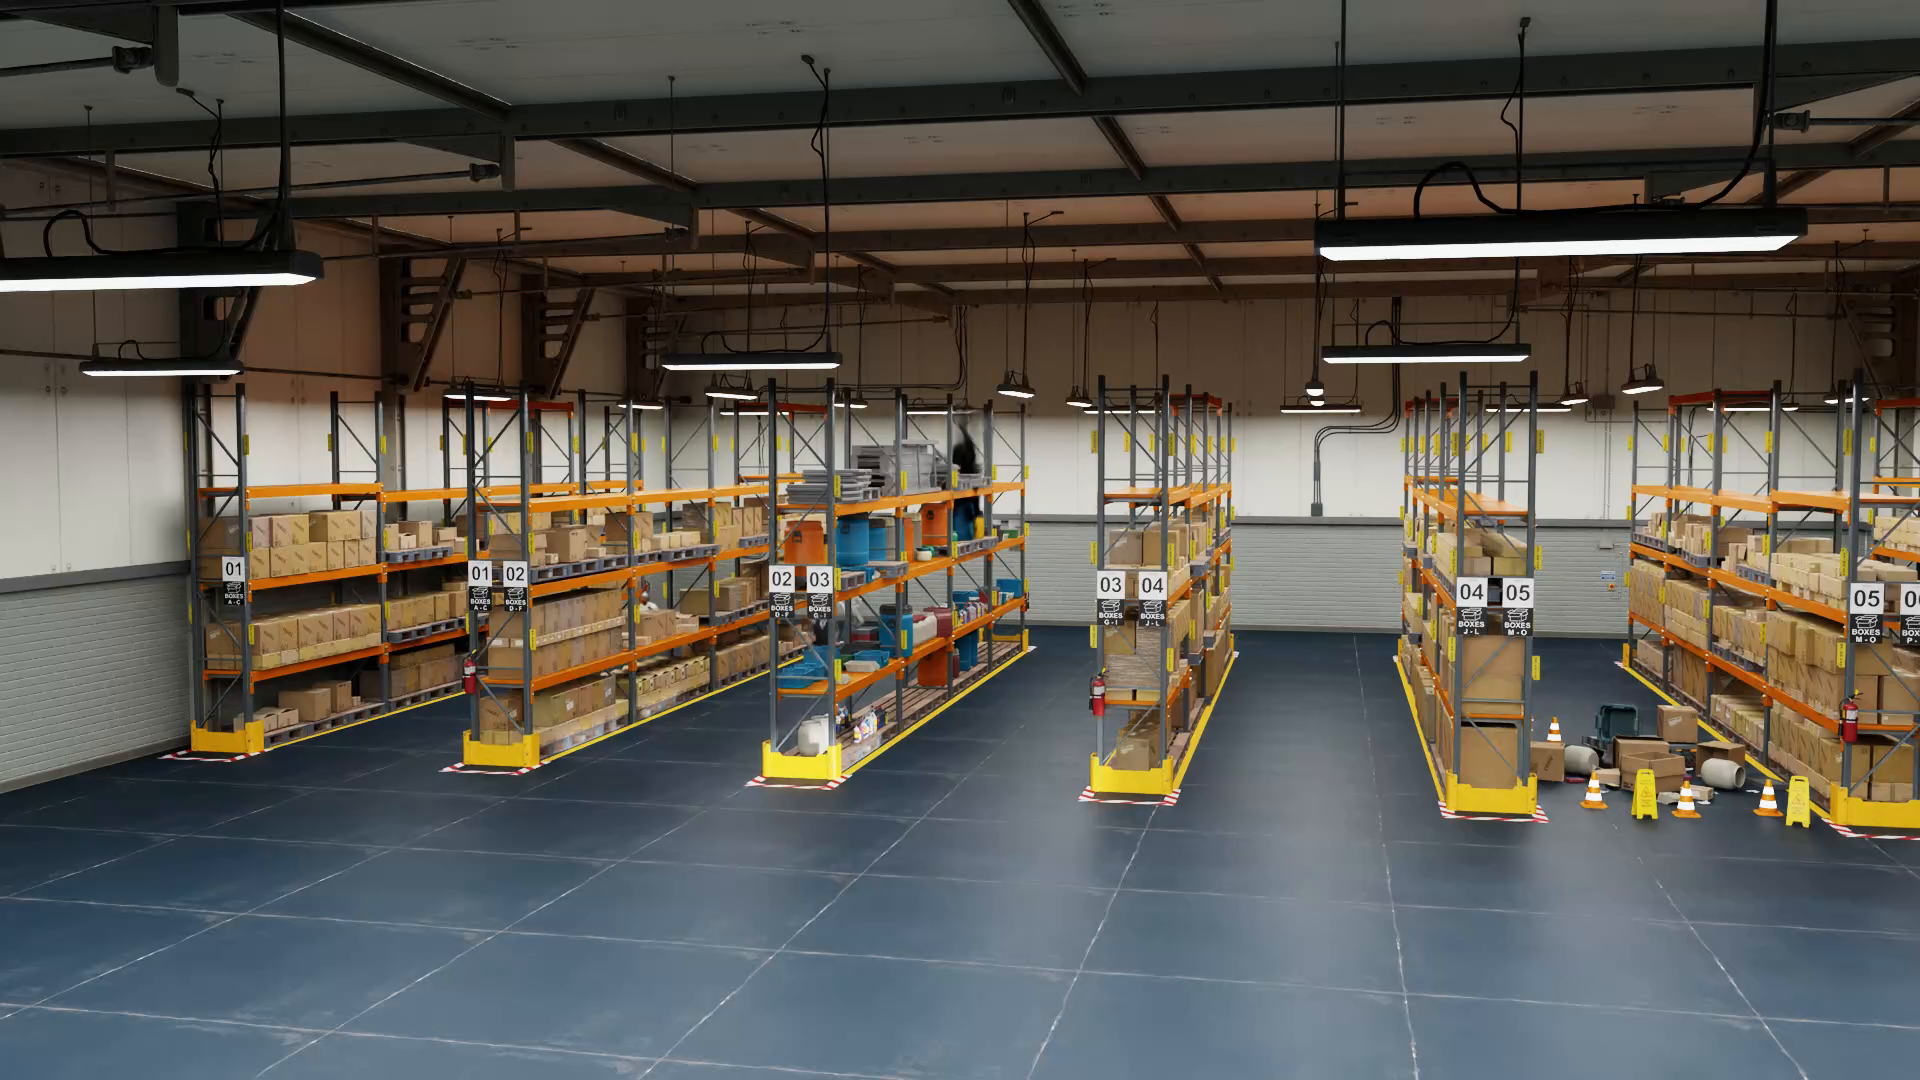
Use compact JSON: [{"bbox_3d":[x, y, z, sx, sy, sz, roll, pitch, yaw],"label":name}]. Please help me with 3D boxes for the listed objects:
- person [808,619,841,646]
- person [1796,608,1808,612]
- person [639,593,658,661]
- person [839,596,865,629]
[{"bbox_3d":[-2.805,2.201,34.306,0.669,1.684,0.760,0,3,5],"label":"person"},{"bbox_3d":[16.758,2.205,33.210,0.671,1.783,0.884,0,3,7],"label":"person"},{"bbox_3d":[-7.105,2.025,37.971,0.602,1.678,0.728,0,3,8],"label":"person"},{"bbox_3d":[-2.697,1.773,42.289,0.630,1.701,0.654,1,4,24],"label":"person"}]
